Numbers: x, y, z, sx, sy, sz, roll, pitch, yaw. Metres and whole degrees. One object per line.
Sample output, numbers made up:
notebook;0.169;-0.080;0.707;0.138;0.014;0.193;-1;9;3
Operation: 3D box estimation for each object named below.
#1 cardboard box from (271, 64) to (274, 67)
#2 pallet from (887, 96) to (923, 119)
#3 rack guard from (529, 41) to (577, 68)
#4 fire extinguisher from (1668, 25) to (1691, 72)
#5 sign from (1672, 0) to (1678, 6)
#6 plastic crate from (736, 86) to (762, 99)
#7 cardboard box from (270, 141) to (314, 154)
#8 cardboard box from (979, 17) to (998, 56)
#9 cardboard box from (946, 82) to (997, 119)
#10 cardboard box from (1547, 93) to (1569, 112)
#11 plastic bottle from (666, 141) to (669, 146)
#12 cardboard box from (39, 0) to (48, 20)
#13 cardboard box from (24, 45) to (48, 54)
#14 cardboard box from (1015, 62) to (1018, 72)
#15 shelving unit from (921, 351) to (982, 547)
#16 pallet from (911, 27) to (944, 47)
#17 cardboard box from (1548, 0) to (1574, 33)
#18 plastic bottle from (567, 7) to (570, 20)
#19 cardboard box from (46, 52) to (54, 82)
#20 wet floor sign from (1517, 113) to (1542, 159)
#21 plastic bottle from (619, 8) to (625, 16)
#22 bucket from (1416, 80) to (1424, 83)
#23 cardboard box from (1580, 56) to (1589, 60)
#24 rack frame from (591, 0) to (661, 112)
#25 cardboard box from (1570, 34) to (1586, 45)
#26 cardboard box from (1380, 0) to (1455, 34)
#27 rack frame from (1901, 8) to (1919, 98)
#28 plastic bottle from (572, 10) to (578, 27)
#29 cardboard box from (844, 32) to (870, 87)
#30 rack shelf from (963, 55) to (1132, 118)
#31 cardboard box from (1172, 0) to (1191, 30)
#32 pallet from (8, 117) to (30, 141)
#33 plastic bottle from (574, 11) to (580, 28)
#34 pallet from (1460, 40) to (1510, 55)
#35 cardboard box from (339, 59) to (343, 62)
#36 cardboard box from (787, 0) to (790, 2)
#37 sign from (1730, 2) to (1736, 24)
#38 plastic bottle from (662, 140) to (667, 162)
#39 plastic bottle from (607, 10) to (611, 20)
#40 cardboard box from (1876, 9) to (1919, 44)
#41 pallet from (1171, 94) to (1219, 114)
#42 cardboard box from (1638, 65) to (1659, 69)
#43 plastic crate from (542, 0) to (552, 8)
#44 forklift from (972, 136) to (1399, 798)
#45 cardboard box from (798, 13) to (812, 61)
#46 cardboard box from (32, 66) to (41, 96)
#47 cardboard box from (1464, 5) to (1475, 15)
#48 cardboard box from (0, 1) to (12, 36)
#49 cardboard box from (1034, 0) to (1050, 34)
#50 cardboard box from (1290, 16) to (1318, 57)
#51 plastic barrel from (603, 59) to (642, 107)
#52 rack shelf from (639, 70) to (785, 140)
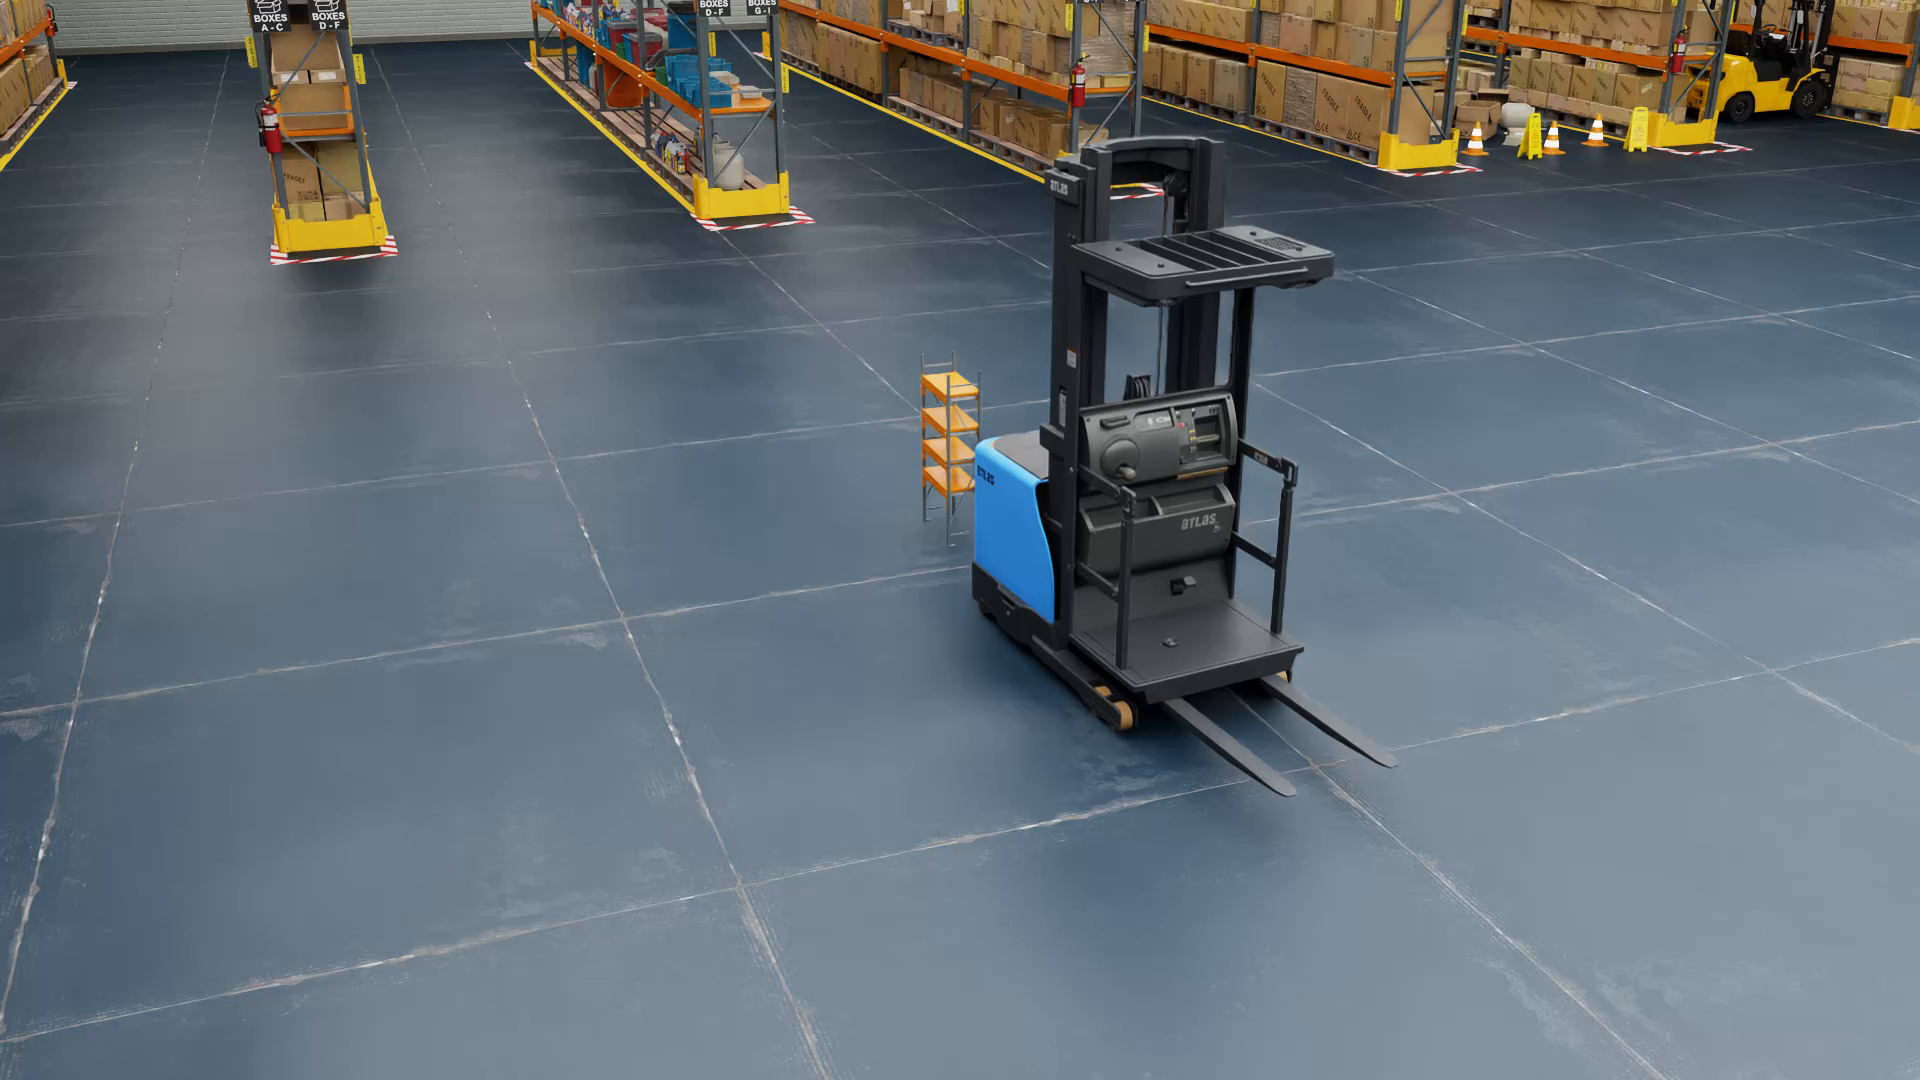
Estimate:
cardboard box;-7.819;-5.469;19.399;0.380;0.149;0.250;-9;24;-20
pallet;-0.604;-7.519;28.817;1.003;0.211;1.213;-8;24;-19
rack guard;-8.359;-10.170;34.736;1.175;0.500;0.348;-8;24;-19
fire extinguisher;10.827;-7.400;25.046;0.296;0.674;0.183;-8;24;-19
sign;10.692;-8.151;24.830;0.100;0.325;0.005;-8;24;-19
plastic crate;-2.702;-5.749;21.368;0.298;0.136;0.250;-8;24;-19
cardboard box;-8.157;-4.611;20.361;0.500;0.500;0.500;-8;24;-19
cardboard box;0.779;-7.459;24.574;0.875;0.500;0.500;-8;24;-19
cardboard box;0.186;-7.087;26.855;0.700;0.500;0.500;-8;24;-19
cardboard box;10.150;-7.284;27.670;0.500;0.250;0.500;-9;24;-20
plastic bottle;-4.049;-5.433;23.225;0.097;0.271;0.097;0;23;0
cardboard box;-17.418;-9.910;30.514;0.980;0.700;0.700;-7;24;-17
cardboard box;-17.050;-9.034;30.665;0.380;0.149;0.250;-9;24;-20
cardboard box;1.002;-6.772;23.777;0.380;0.149;0.250;-8;24;-19
shelving unit;-0.058;-0.613;11.160;0.258;1.200;0.503;-8;24;-19
pallet;-0.141;-8.286;27.294;1.003;0.211;1.213;-8;24;-19
cardboard box;10.064;-8.616;27.318;0.500;0.500;0.500;-9;24;-19
plastic bottle;-7.056;-9.487;30.063;0.097;0.271;0.097;0;23;0
cardboard box;-17.266;-8.757;30.842;0.700;0.500;0.500;-8;24;-19
wet floor sign;8.486;-6.001;24.658;0.267;0.644;0.232;-13;26;-28
plastic bottle;-5.906;-9.150;29.160;0.144;0.351;0.185;-8;24;-19
bucket;7.415;-7.737;28.003;0.726;0.611;0.620;0;13;-1
cardboard box;10.446;-7.904;28.174;0.500;0.500;0.500;-8;24;-18
rack frame;-5.513;-8.408;27.337;1.000;3.000;0.127;-8;24;-19
cardboard box;10.175;-8.166;27.086;0.380;0.149;0.250;-8;24;-19
cardboard box;6.528;-7.532;23.674;0.875;0.550;0.550;-8;24;-19
rack frame;15.860;-8.223;26.898;1.000;3.000;0.127;-8;24;-19
plastic bottle;-6.792;-9.248;29.489;0.152;0.276;0.135;-8;24;-19
cardboard box;-1.411;-8.881;30.654;1.225;0.875;0.875;-8;24;-19
rack shelf;1.241;-6.576;23.917;1.077;0.370;4.000;-8;24;-19
cardboard box;4.063;-9.210;29.111;0.500;0.500;0.500;-8;24;-19
pallet;-15.416;-6.503;26.408;1.003;0.211;1.213;-8;24;-19
plastic bottle;-6.710;-9.163;29.289;0.152;0.276;0.135;-8;24;-19
pallet;11.944;-11.008;37.096;1.003;0.211;1.213;-8;24;-19
cardboard box;-7.529;-5.619;19.755;0.380;0.149;0.250;-9;24;-20
cardboard box;-3.344;-11.146;34.156;0.380;0.149;0.250;-9;24;-20
sign;11.726;-8.014;25.288;0.100;0.325;0.005;-8;24;-19
plastic bottle;-4.117;-5.421;23.182;0.061;0.283;0.133;-7;24;-17
plastic bottle;-6.239;-9.315;29.654;0.097;0.271;0.097;0;23;0
cardboard box;15.441;-8.412;27.218;0.500;0.500;0.500;-9;24;-20
pallet;4.432;-7.707;29.265;1.003;0.211;1.213;-8;24;-19
cardboard box;13.718;-9.520;32.491;0.875;0.625;0.625;-9;25;-21
plastic crate;-7.988;-10.543;32.541;0.416;0.233;0.300;-8;24;-19
forklift;1.173;-0.524;8.718;1.130;2.935;3.031;-11;25;-24
cardboard box;-2.768;-10.334;34.100;0.875;0.875;0.875;-8;24;-19
cardboard box;-16.537;-8.013;29.077;0.700;0.500;0.500;-9;24;-20
cardboard box;9.164;-9.408;29.492;0.380;0.149;0.250;-9;24;-20
cardboard box;-15.606;-8.378;26.727;0.500;0.500;0.500;-8;24;-19
cardboard box;1.340;-7.172;22.605;0.500;0.500;0.500;-8;24;-19
cardboard box;5.648;-7.806;25.715;0.875;0.550;0.550;-8;24;-19
plastic barrel;-5.701;-7.777;28.094;0.600;0.830;0.708;-8;24;-19
rack shelf;-3.393;-5.897;22.305;1.077;0.370;4.000;-8;24;-19
